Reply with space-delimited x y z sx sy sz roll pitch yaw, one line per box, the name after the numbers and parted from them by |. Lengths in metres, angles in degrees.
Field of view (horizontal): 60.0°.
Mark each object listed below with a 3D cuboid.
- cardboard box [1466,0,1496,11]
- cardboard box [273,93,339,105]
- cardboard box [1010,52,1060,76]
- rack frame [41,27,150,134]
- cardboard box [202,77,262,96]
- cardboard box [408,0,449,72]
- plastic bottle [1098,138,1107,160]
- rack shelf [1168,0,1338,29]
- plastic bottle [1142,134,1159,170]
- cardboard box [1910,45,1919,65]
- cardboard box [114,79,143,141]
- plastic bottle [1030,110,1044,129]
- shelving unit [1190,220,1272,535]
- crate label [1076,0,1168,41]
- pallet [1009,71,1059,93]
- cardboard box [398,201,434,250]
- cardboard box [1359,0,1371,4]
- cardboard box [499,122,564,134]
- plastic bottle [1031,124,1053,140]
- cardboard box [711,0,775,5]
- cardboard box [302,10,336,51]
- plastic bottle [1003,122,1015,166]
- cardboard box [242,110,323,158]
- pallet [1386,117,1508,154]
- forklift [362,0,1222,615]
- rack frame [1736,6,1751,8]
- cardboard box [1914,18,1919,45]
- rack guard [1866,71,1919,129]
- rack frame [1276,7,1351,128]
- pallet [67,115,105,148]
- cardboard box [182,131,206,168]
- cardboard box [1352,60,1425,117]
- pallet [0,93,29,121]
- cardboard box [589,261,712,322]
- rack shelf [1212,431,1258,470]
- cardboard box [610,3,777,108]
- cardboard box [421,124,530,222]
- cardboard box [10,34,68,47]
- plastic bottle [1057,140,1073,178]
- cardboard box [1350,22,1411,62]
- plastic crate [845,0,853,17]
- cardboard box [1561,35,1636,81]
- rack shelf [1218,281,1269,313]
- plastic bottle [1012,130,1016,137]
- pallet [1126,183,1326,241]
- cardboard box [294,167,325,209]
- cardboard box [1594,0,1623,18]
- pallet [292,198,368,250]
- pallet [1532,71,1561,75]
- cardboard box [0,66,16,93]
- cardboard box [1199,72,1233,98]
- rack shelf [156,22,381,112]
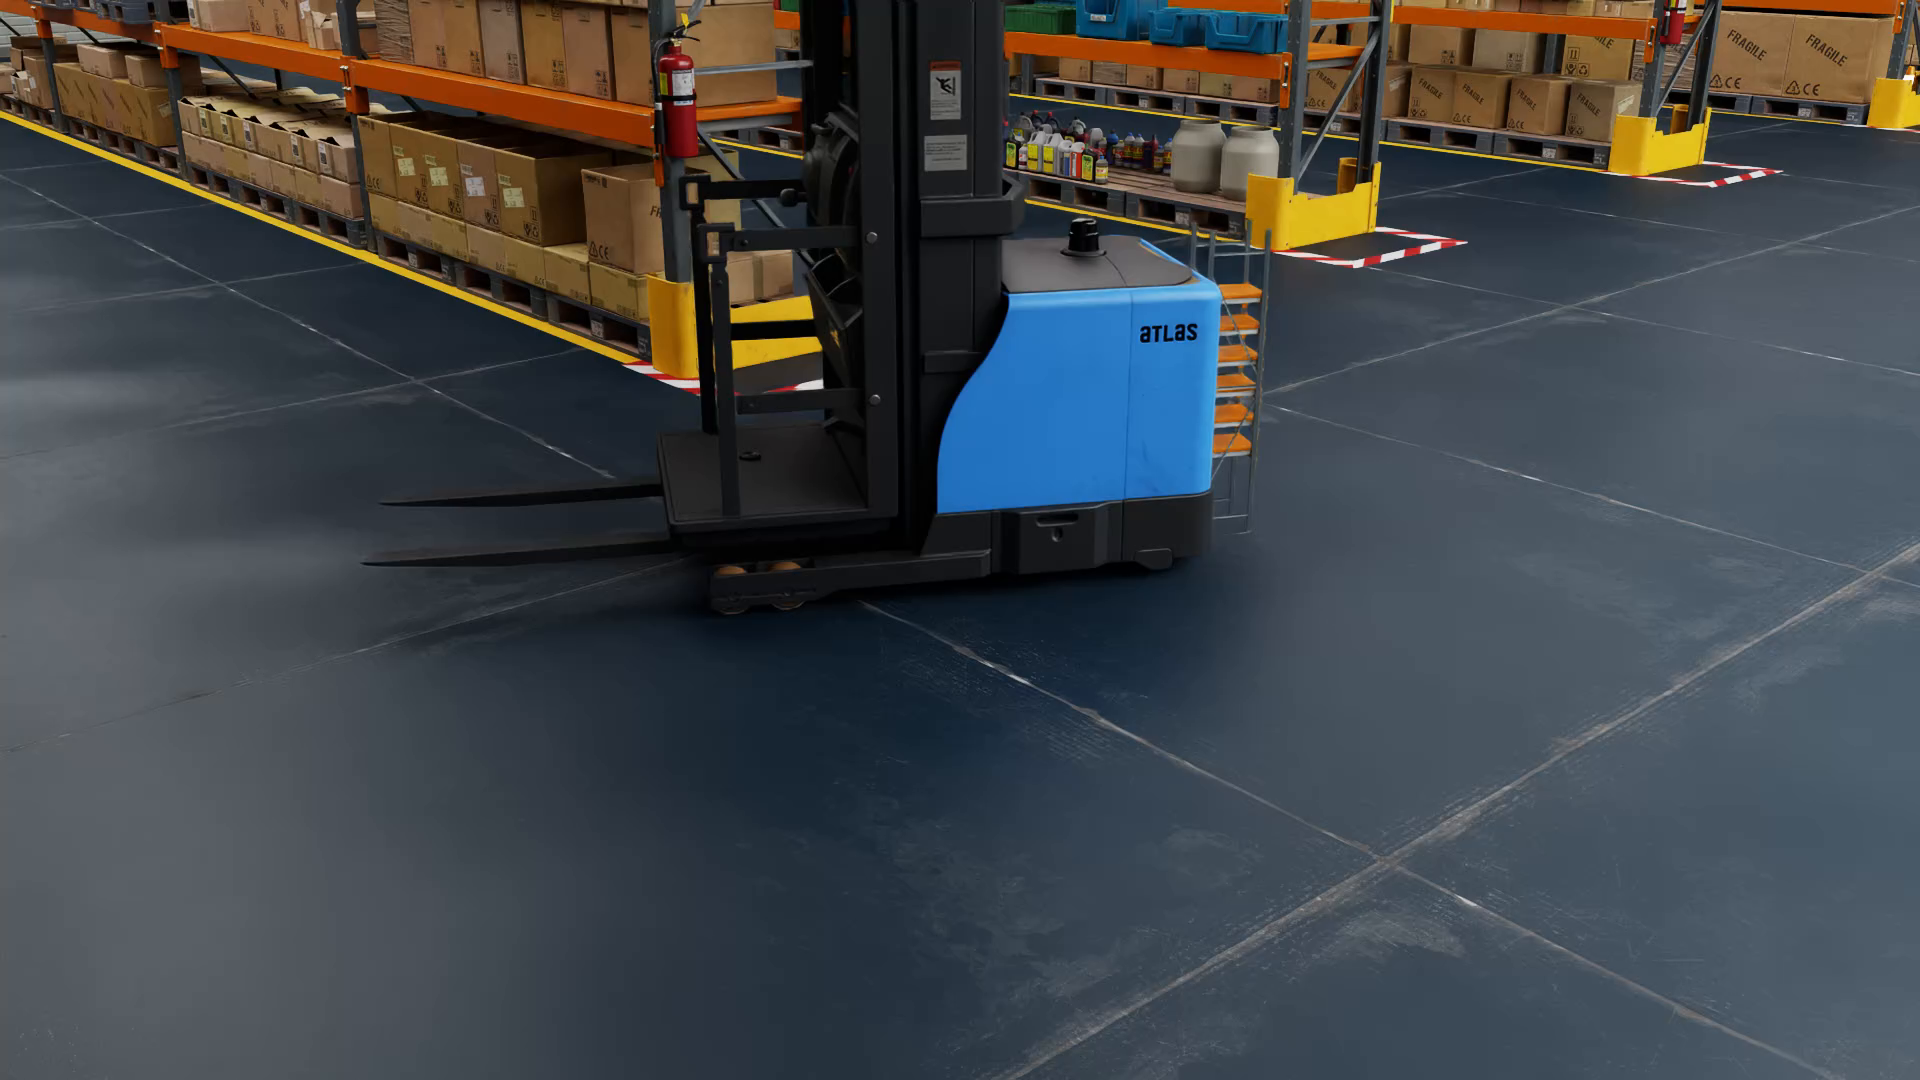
4.990 -5.073 15.668 0.380 0.149 0.250 -17 27 -37 | cardboard box
-5.465 -3.572 13.917 0.500 0.311 0.500 -18 28 -38 | cardboard box
0.734 -6.383 21.006 1.225 0.875 0.875 -19 28 -40 | cardboard box
-8.949 -5.729 16.999 1.000 3.000 0.127 -17 27 -37 | rack frame
-6.765 -4.002 15.413 0.500 0.500 0.500 -19 28 -39 | cardboard box
-3.083 -3.300 10.660 0.700 0.500 0.500 -18 28 -38 | cardboard box
1.204 -3.275 13.968 0.097 0.201 0.097 0 21 0 | plastic bottle
2.475 -6.094 18.916 1.077 0.370 4.000 -17 27 -37 | rack shelf
1.558 -3.174 13.596 0.061 0.283 0.133 -17 27 -37 | plastic bottle
12.835 -6.350 21.777 0.500 0.250 0.500 -17 27 -37 | cardboard box
-7.464 -4.011 15.435 0.500 0.500 0.500 -19 28 -39 | cardboard box
0.667 -3.559 14.487 0.144 0.351 0.185 -18 28 -39 | plastic bottle
1.007 -0.606 6.387 0.258 1.200 0.189 -5 22 -13 | shelving unit
1.233 -4.053 12.669 0.502 0.435 0.616 -17 27 -37 | crate label
0.712 -5.919 21.306 1.003 0.211 1.213 -17 27 -37 | pallet
-3.332 -2.095 10.913 0.500 0.250 0.500 -17 27 -37 | cardboard box
4.200 -5.427 16.571 0.380 0.149 0.250 -17 27 -37 | cardboard box
-2.612 -2.429 10.739 0.500 0.500 0.500 -17 27 -37 | cardboard box
0.696 -3.429 14.258 0.152 0.276 0.135 -17 27 -37 | plastic bottle
-1.209 -2.922 8.805 0.380 0.149 0.250 -18 27 -38 | cardboard box
-4.440 -3.656 11.889 0.396 0.266 0.258 -18 28 -39 | cardboard box
0.364 -3.295 13.812 0.144 0.351 0.185 -19 28 -40 | plastic bottle
-5.202 -3.159 12.863 0.500 0.311 0.500 -18 28 -38 | cardboard box
5.046 -4.063 16.569 1.003 0.211 1.213 -17 27 -37 | pallet
-0.632 -1.314 5.821 3.031 2.935 1.130 -5 22 -11 | forklift
11.288 -8.235 23.397 1.000 3.000 0.127 -17 27 -37 | rack frame
12.835 -6.697 21.636 0.500 0.500 0.500 -16 27 -36 | cardboard box
10.230 -4.753 17.935 1.175 0.500 0.348 -17 27 -37 | rack guard
3.780 -5.876 17.374 1.000 3.000 0.127 -17 27 -37 | rack frame
-8.389 -4.215 16.956 1.003 0.211 1.213 -17 27 -37 | pallet
-6.219 -3.325 14.054 0.500 0.250 0.500 -18 27 -38 | cardboard box
4.391 -4.631 17.047 0.500 0.500 0.500 -9 23 -21 | cardboard box
-10.197 -4.958 18.853 1.003 0.211 1.213 -17 27 -37 | pallet
-1.690 -1.407 9.158 0.500 0.250 0.500 -17 27 -37 | cardboard box
1.007 -0.341 6.490 0.258 0.103 0.180 -5 22 -13 | rack shelf
-1.411 -2.592 8.853 0.700 0.500 0.500 -17 27 -37 | cardboard box
-3.009 -2.304 10.421 0.500 0.500 0.500 -17 27 -37 | cardboard box
-11.019 -5.784 19.962 0.500 0.500 0.500 -17 27 -37 | cardboard box
0.874 -3.046 13.280 0.152 0.276 0.135 -18 28 -39 | plastic bottle
5.895 -6.852 22.374 1.050 0.750 0.750 -17 27 -37 | cardboard box
-0.928 -4.920 14.955 0.392 0.384 0.575 -17 27 -37 | plastic crate
7.961 -6.045 20.142 0.875 0.875 0.875 -17 27 -37 | cardboard box
1.007 -0.900 6.272 0.258 0.103 0.180 -5 22 -13 | rack shelf
0.427 -3.298 13.930 0.097 0.271 0.097 0 21 0 | plastic bottle
2.027 -2.529 12.652 1.003 0.211 1.213 -17 27 -37 | pallet
-4.546 -2.620 12.255 0.500 0.250 0.500 -18 28 -38 | cardboard box
5.886 -4.753 14.850 0.380 0.149 0.250 -17 27 -37 | cardboard box
-4.238 -2.415 12.360 1.003 0.211 1.213 -17 27 -37 | pallet
7.043 -5.926 21.324 1.003 0.211 1.213 -17 27 -37 | pallet
-10.767 -5.265 18.980 0.500 0.250 0.500 -17 27 -37 | cardboard box
3.099 -5.228 18.544 0.700 0.500 0.500 -18 27 -38 | cardboard box
-5.033 -3.737 12.898 1.077 0.370 4.000 -17 27 -37 | rack shelf
